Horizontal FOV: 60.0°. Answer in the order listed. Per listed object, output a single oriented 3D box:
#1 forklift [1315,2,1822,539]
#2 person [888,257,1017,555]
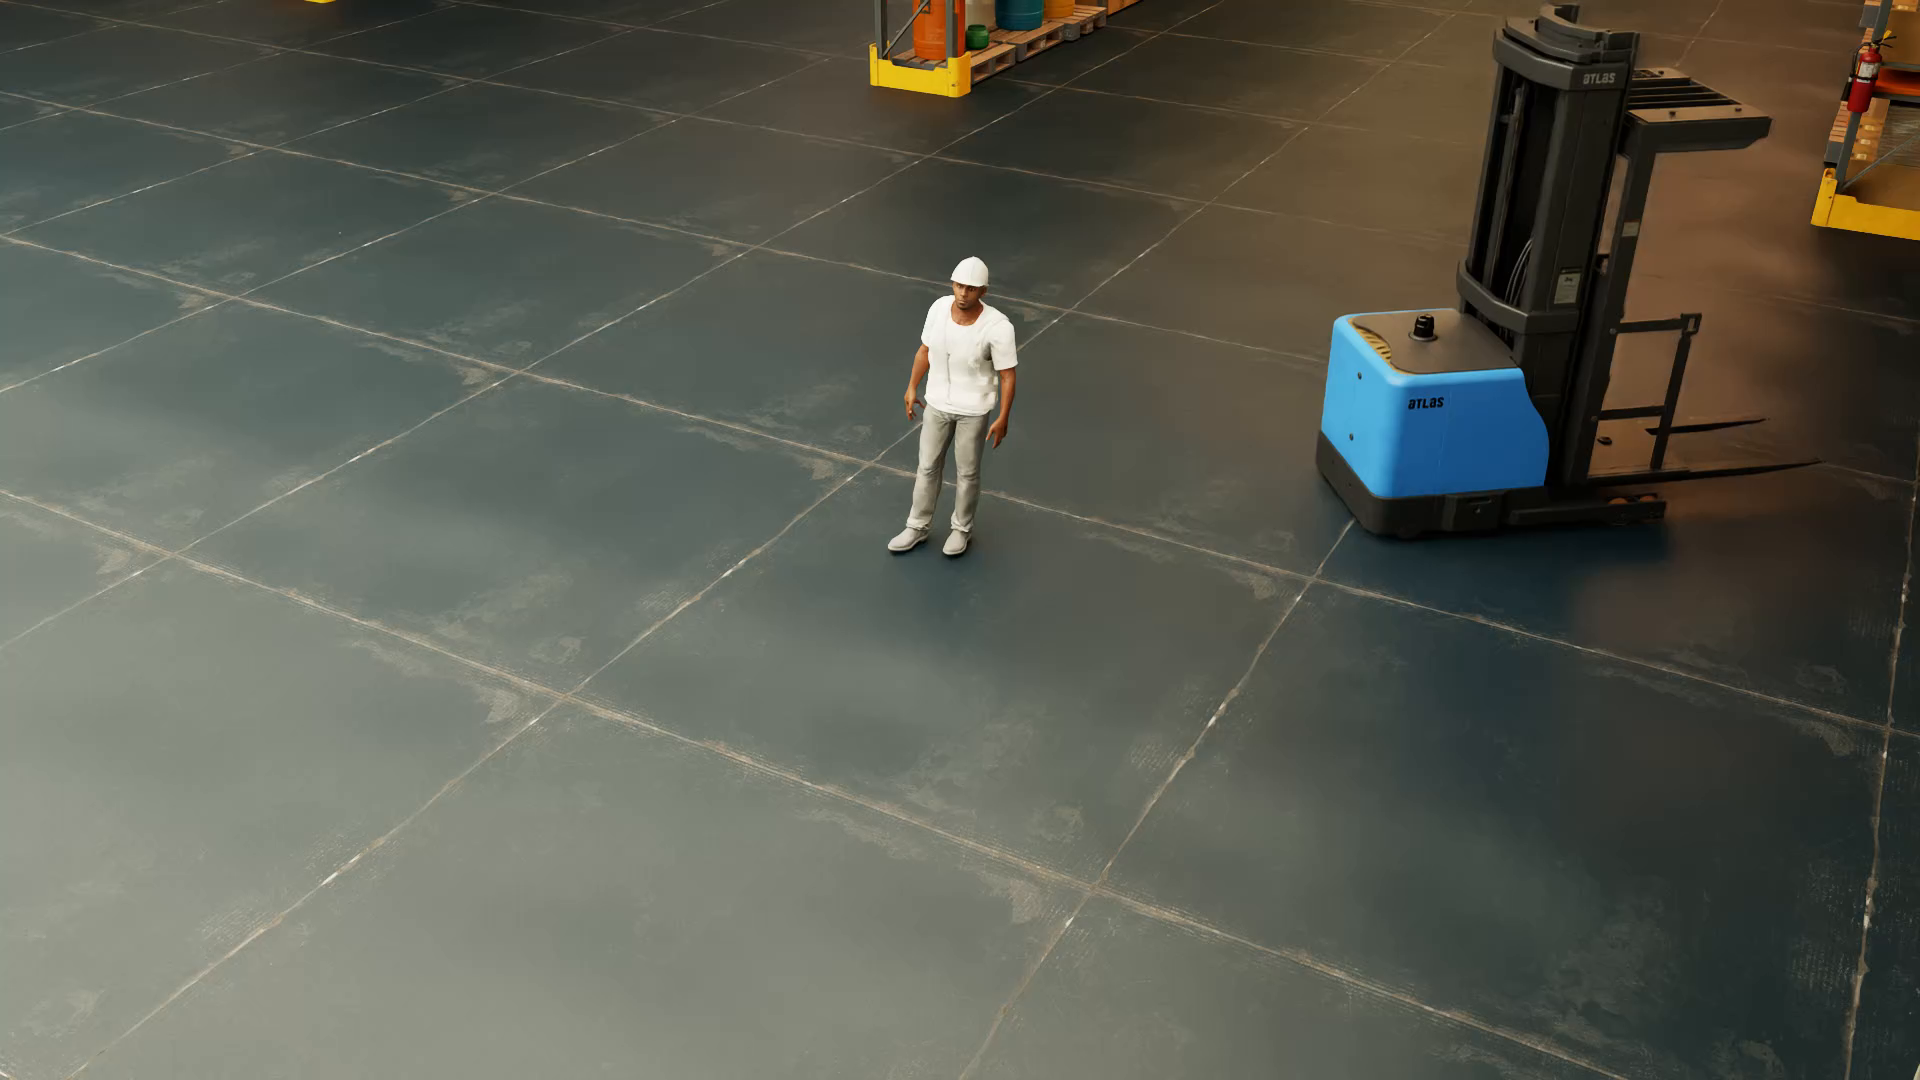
[{"bbox_3d":[3.854,-1.613,9.865,3.031,2.935,1.130,-5,30,-8],"label":"forklift"},{"bbox_3d":[-0.041,-0.743,9.509,0.660,1.765,0.577,15,33,25],"label":"person"}]
